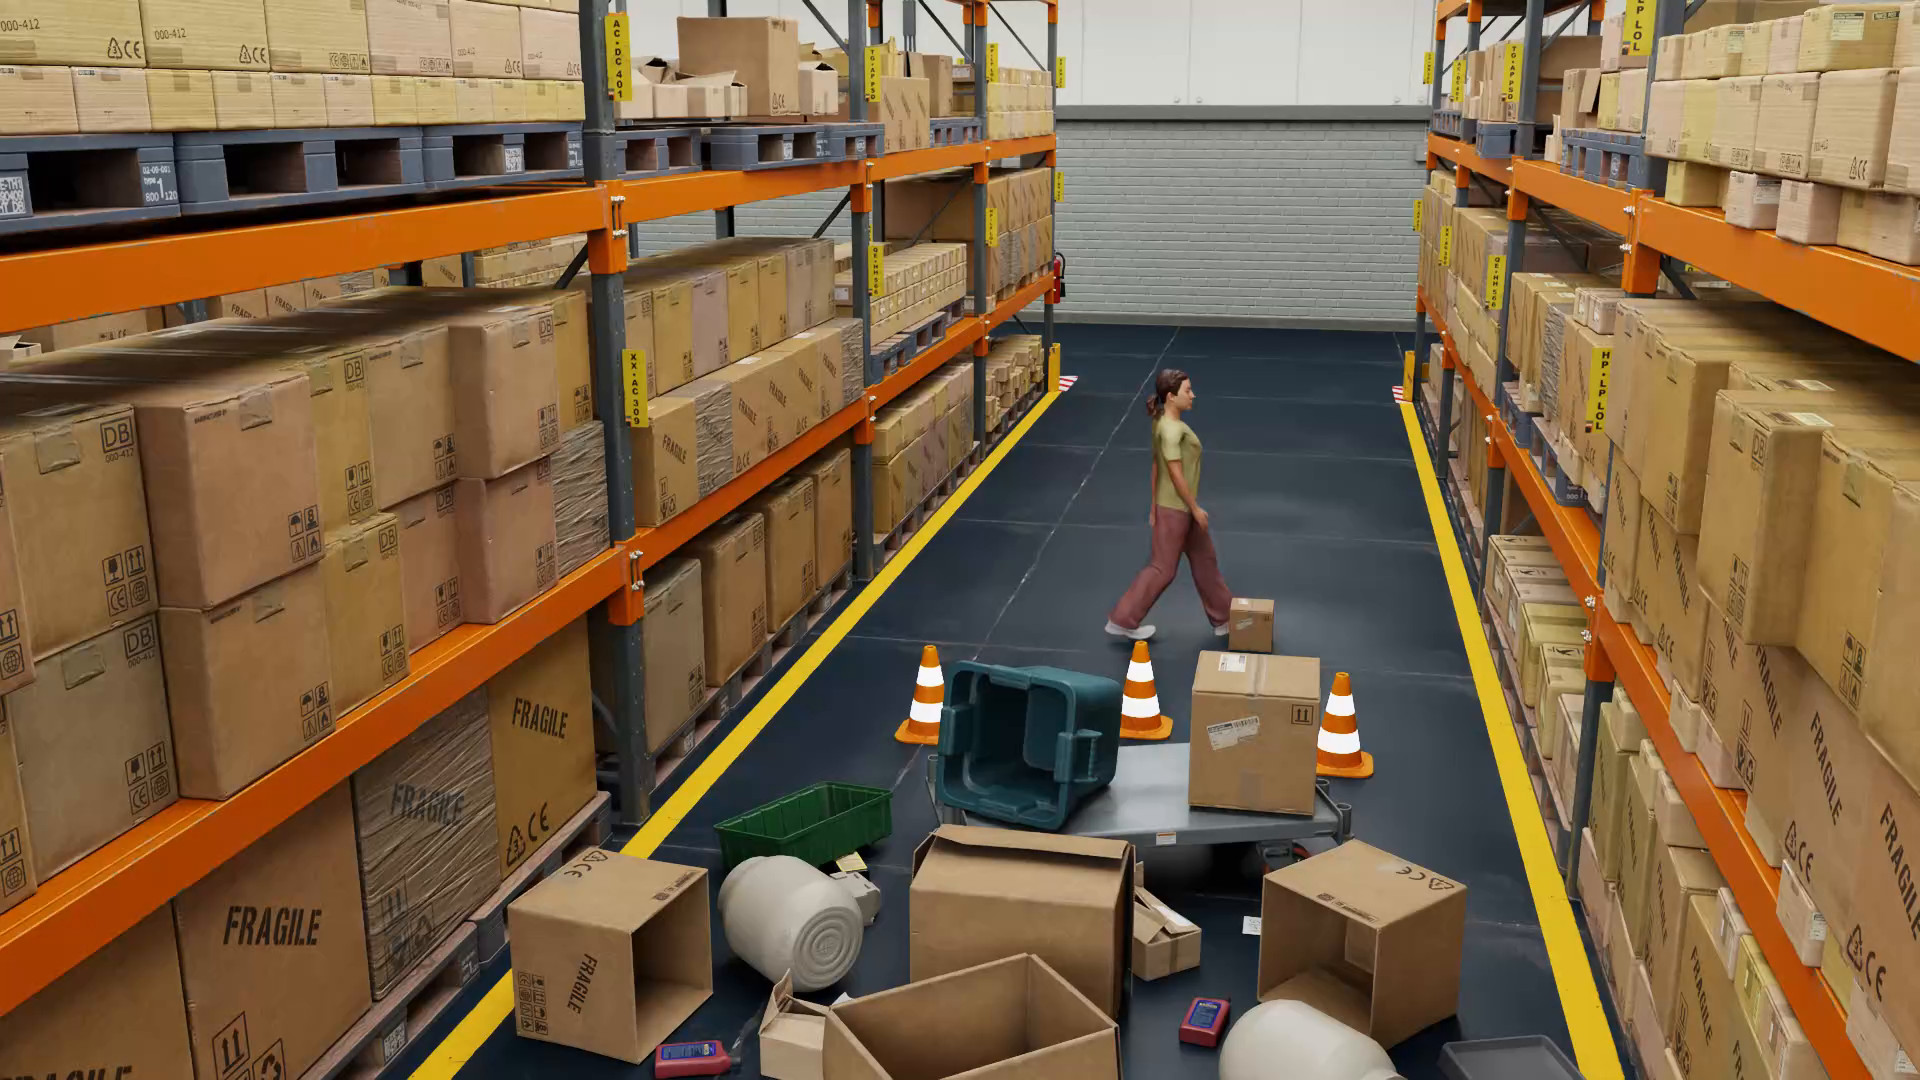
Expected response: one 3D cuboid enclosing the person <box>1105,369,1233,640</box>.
[{"bbox_3d":[1.347,-0.197,9.808,0.954,1.625,0.464,1,15,4],"label":"person"}]
